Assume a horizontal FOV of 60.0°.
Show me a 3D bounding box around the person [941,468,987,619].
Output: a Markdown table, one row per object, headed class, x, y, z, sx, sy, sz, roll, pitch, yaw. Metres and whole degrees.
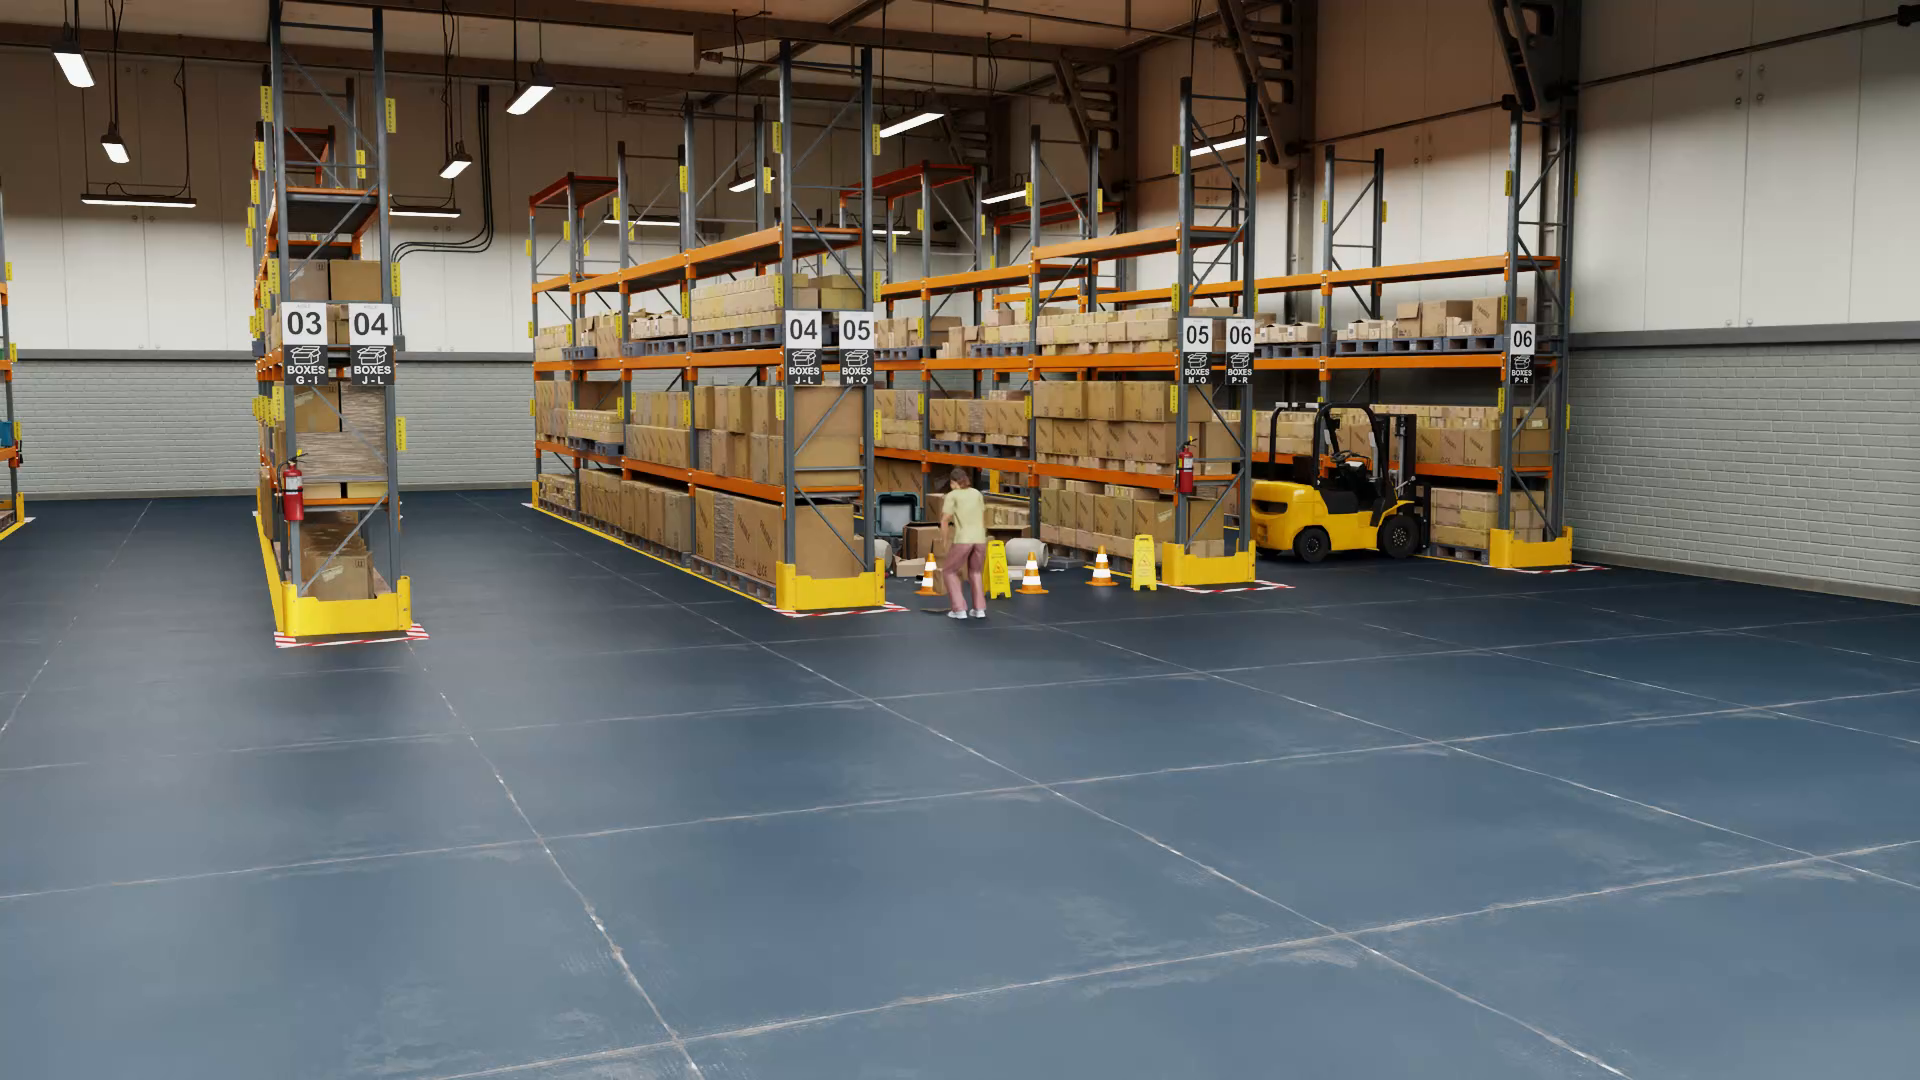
| class | x | y | z | sx | sy | sz | roll | pitch | yaw |
| --- | --- | --- | --- | --- | --- | --- | --- | --- | --- |
| person | 0.033 | 0.034 | 17.287 | 0.490 | 1.556 | 0.489 | -2 | 6 | -23 |
